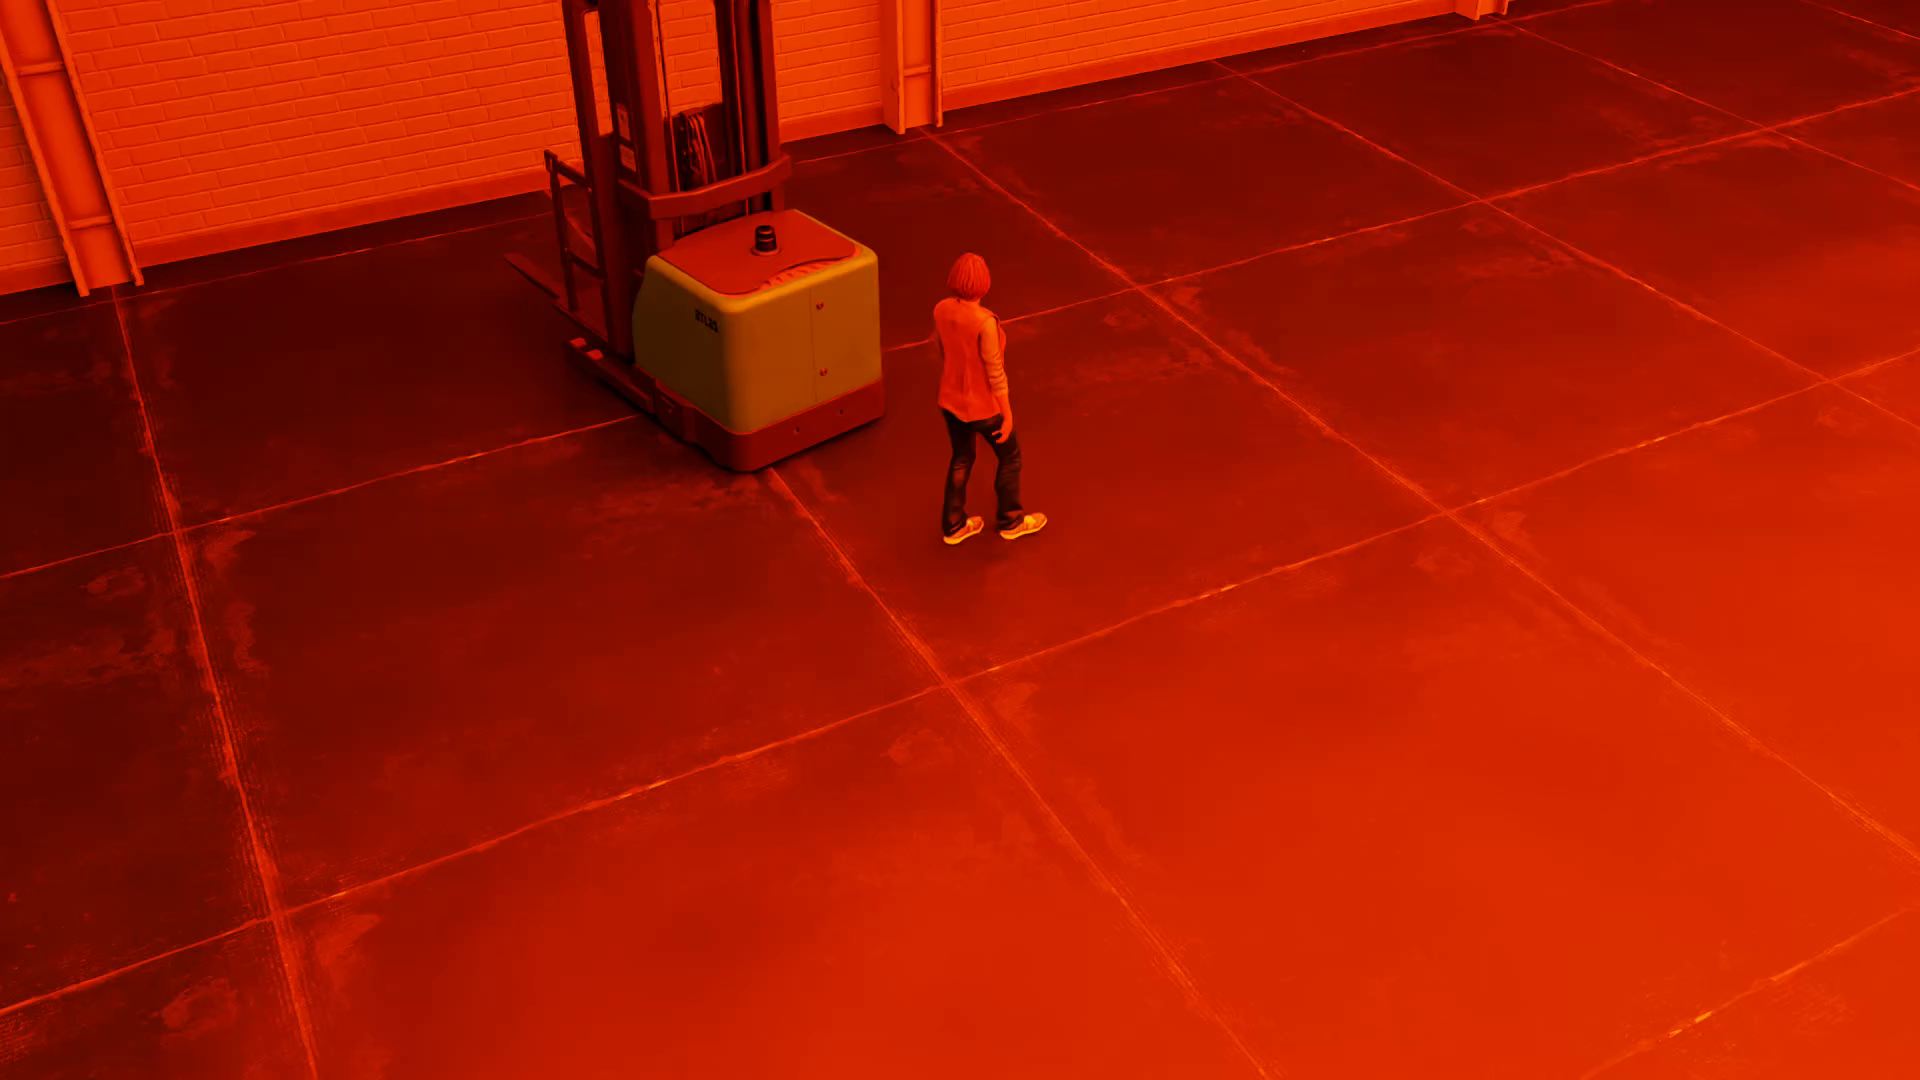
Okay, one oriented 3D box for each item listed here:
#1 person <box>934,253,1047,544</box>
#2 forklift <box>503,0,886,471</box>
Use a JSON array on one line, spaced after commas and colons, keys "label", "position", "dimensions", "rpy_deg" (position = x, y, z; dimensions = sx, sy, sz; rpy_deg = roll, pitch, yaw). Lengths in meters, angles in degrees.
[{"label": "person", "position": [0.103, -0.705, 8.297], "dimensions": [0.547, 1.578, 0.519], "rpy_deg": [28, 44, 33]}, {"label": "forklift", "position": [-1.768, -2.347, 9.444], "dimensions": [1.130, 2.935, 3.031], "rpy_deg": [-26, 43, -32]}]
